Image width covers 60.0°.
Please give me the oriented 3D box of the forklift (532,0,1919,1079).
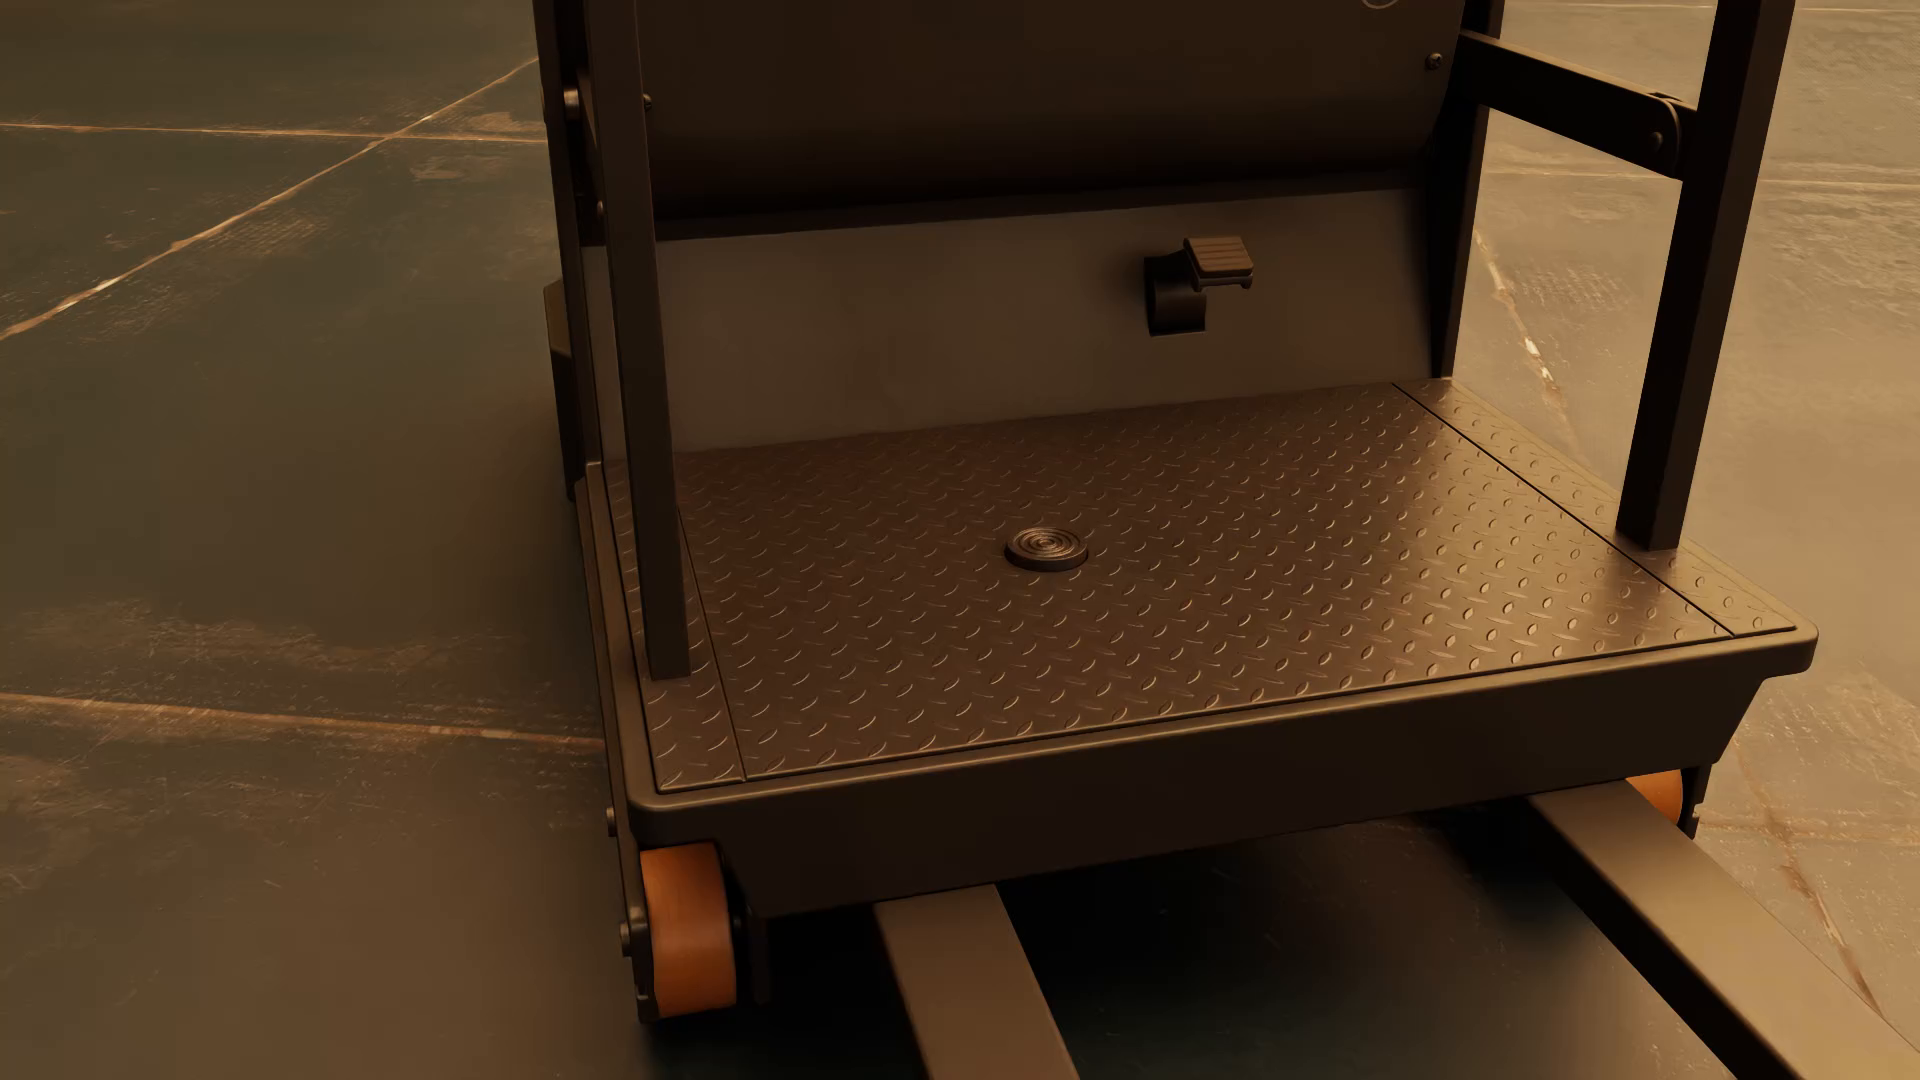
[{"bbox_3d":[0.153,-1.049,1.319,1.130,2.935,3.031,-7,27,-13],"label":"forklift"}]
